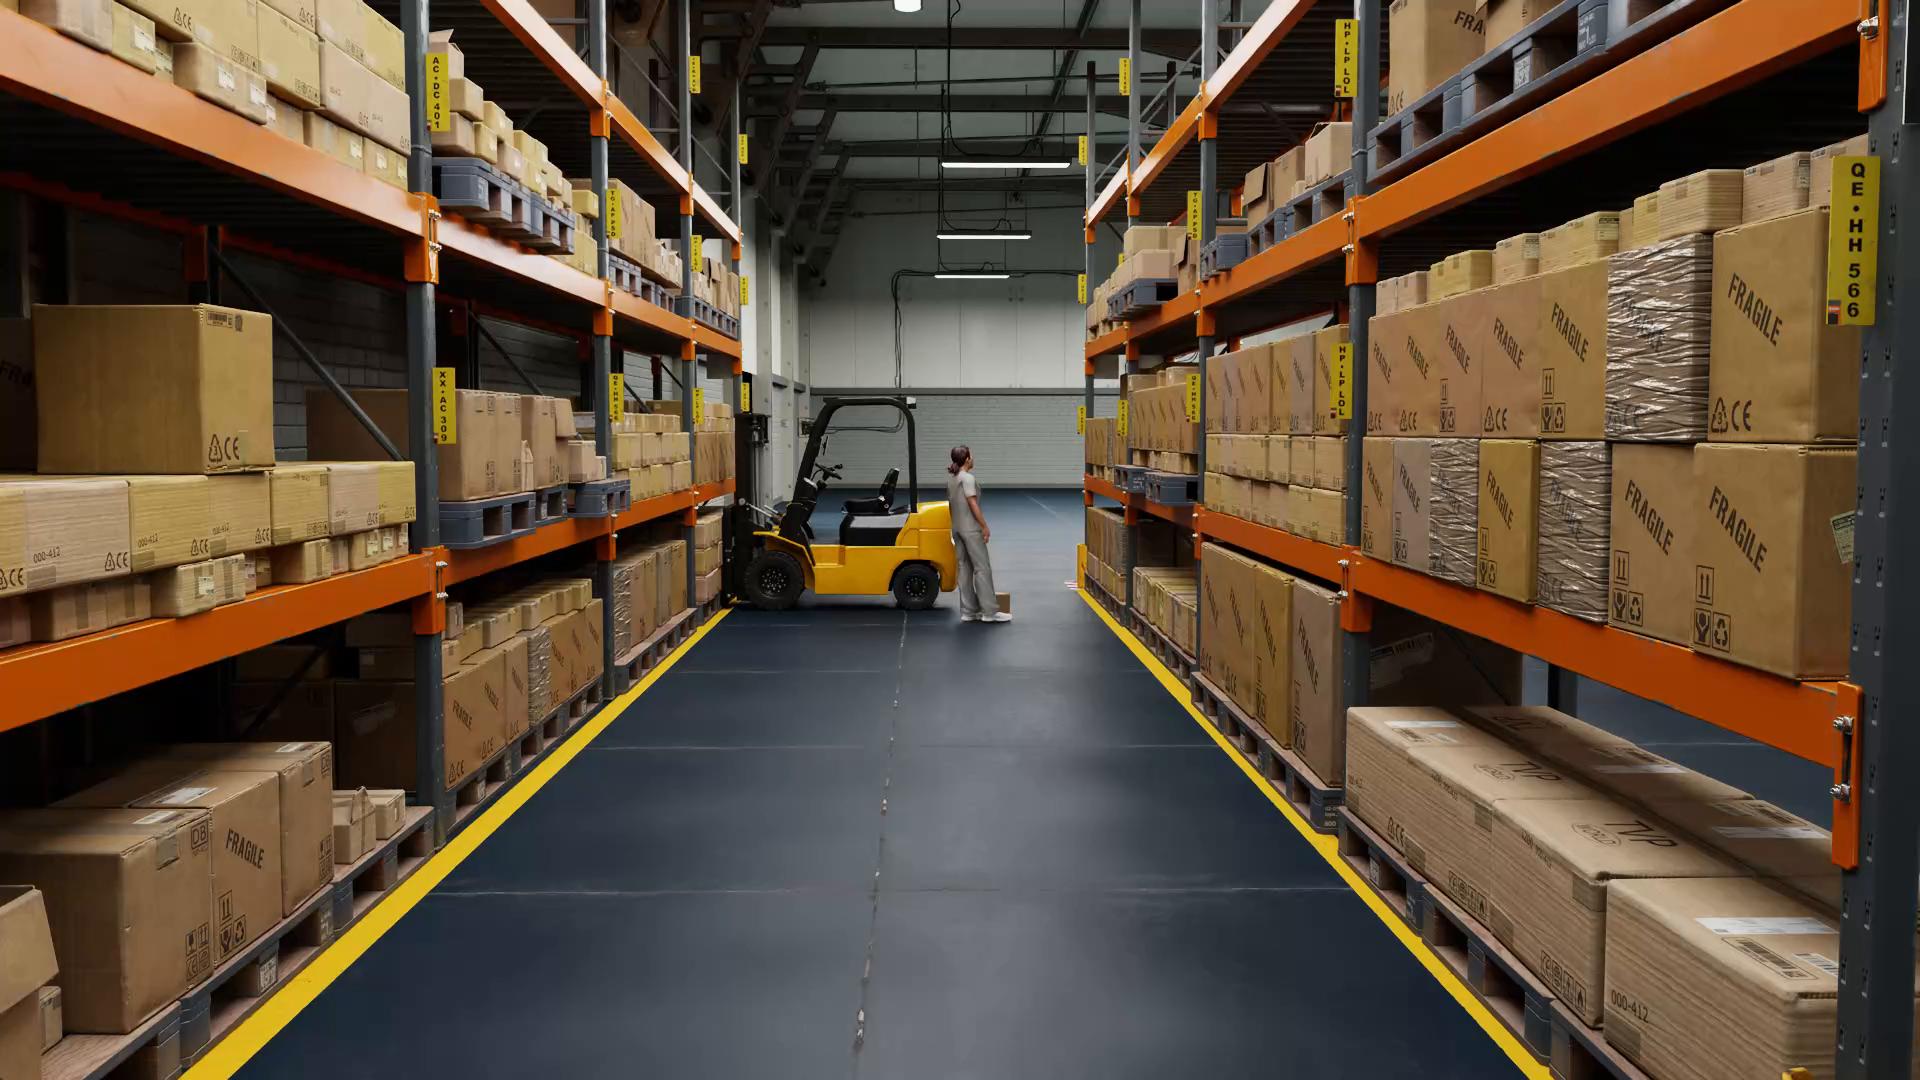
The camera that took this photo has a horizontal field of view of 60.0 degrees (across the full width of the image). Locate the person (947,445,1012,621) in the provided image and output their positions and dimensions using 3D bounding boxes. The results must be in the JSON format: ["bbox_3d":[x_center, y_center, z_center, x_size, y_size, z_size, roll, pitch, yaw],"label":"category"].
[{"bbox_3d":[0.142,-0.070,15.864,0.549,1.676,0.549,-2,4,-30],"label":"person"}]
